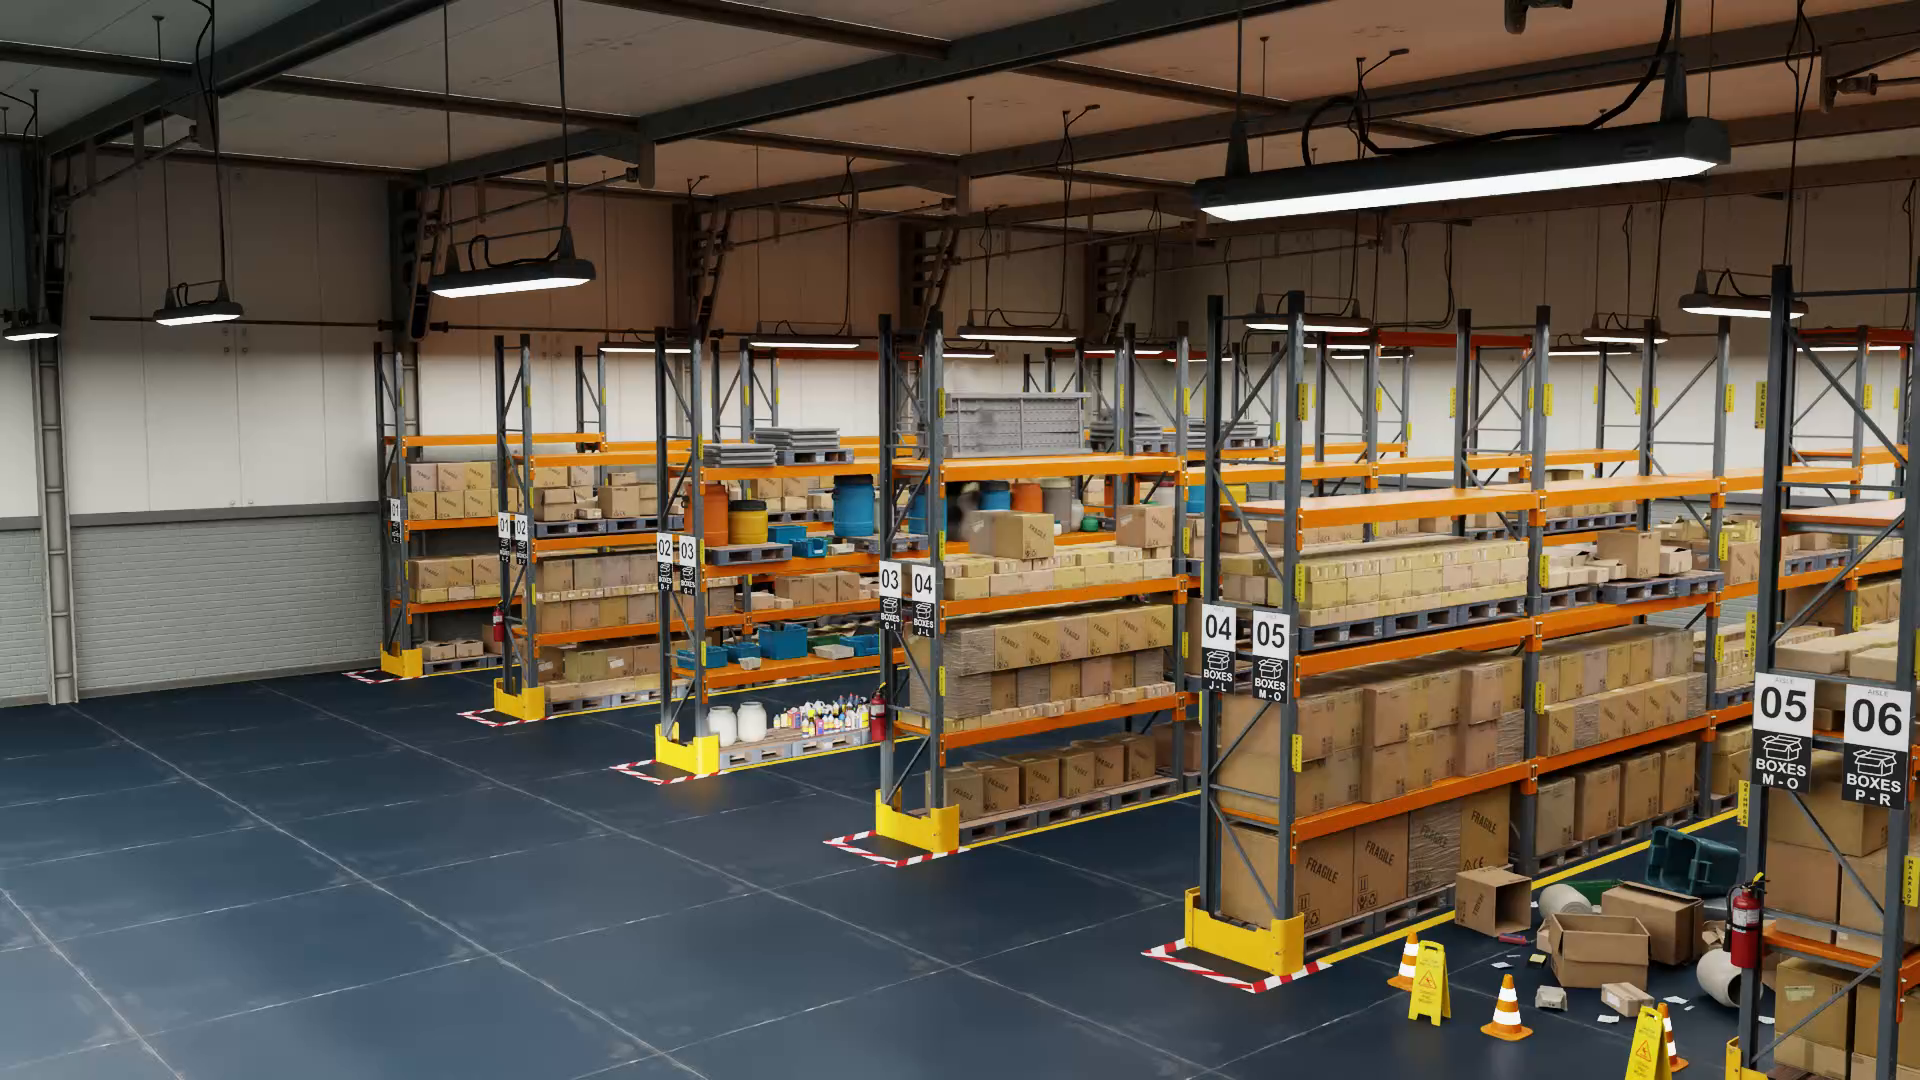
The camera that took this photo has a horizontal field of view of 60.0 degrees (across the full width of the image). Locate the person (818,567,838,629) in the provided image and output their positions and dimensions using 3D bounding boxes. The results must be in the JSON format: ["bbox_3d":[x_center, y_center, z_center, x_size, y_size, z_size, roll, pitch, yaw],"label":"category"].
[{"bbox_3d":[-2.582,1.340,33.125,0.582,1.660,0.578,5,7,41],"label":"person"}]
